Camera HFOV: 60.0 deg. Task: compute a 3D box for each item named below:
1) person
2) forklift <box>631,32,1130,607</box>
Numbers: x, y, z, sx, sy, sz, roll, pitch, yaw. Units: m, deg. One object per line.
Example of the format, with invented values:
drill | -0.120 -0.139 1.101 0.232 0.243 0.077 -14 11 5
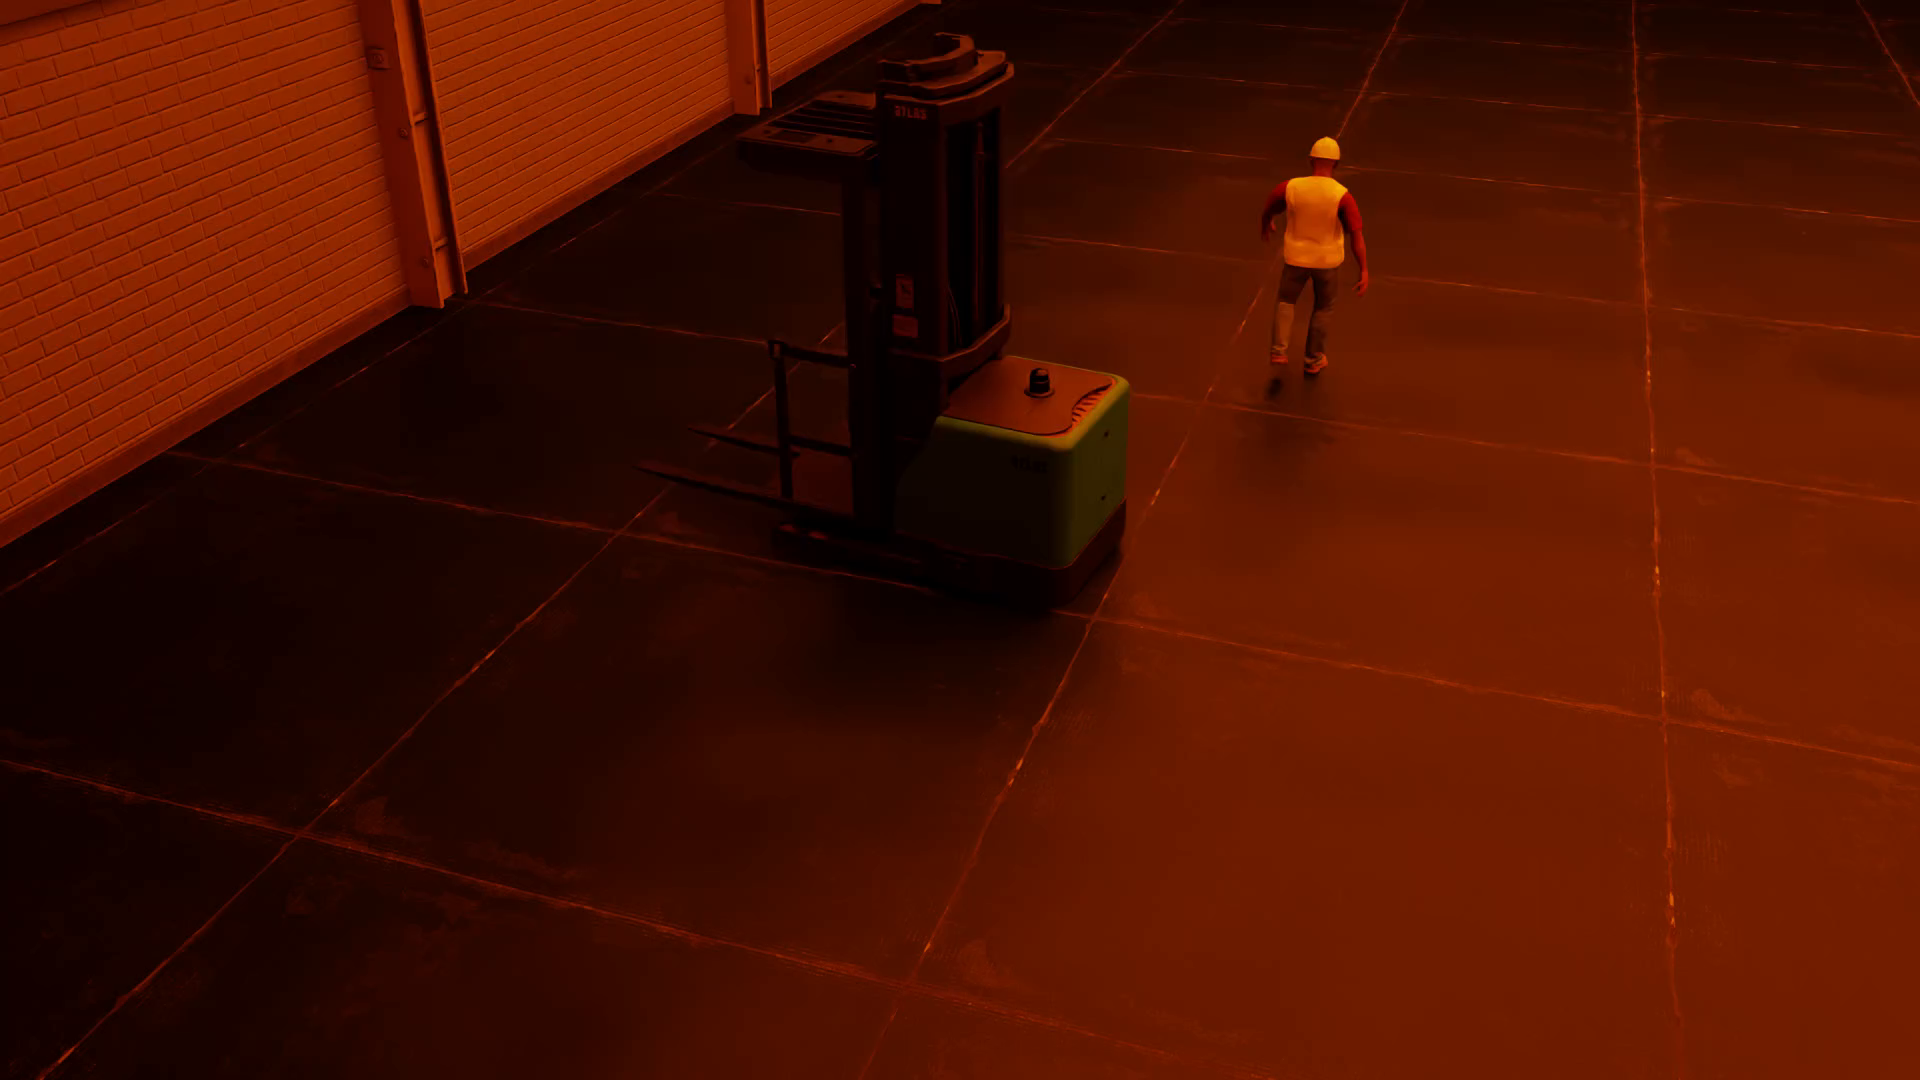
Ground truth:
person | 2.510 -1.999 11.839 0.867 1.747 0.638 11 32 19
forklift | -0.567 -1.381 9.559 3.031 2.935 1.130 13 32 22
